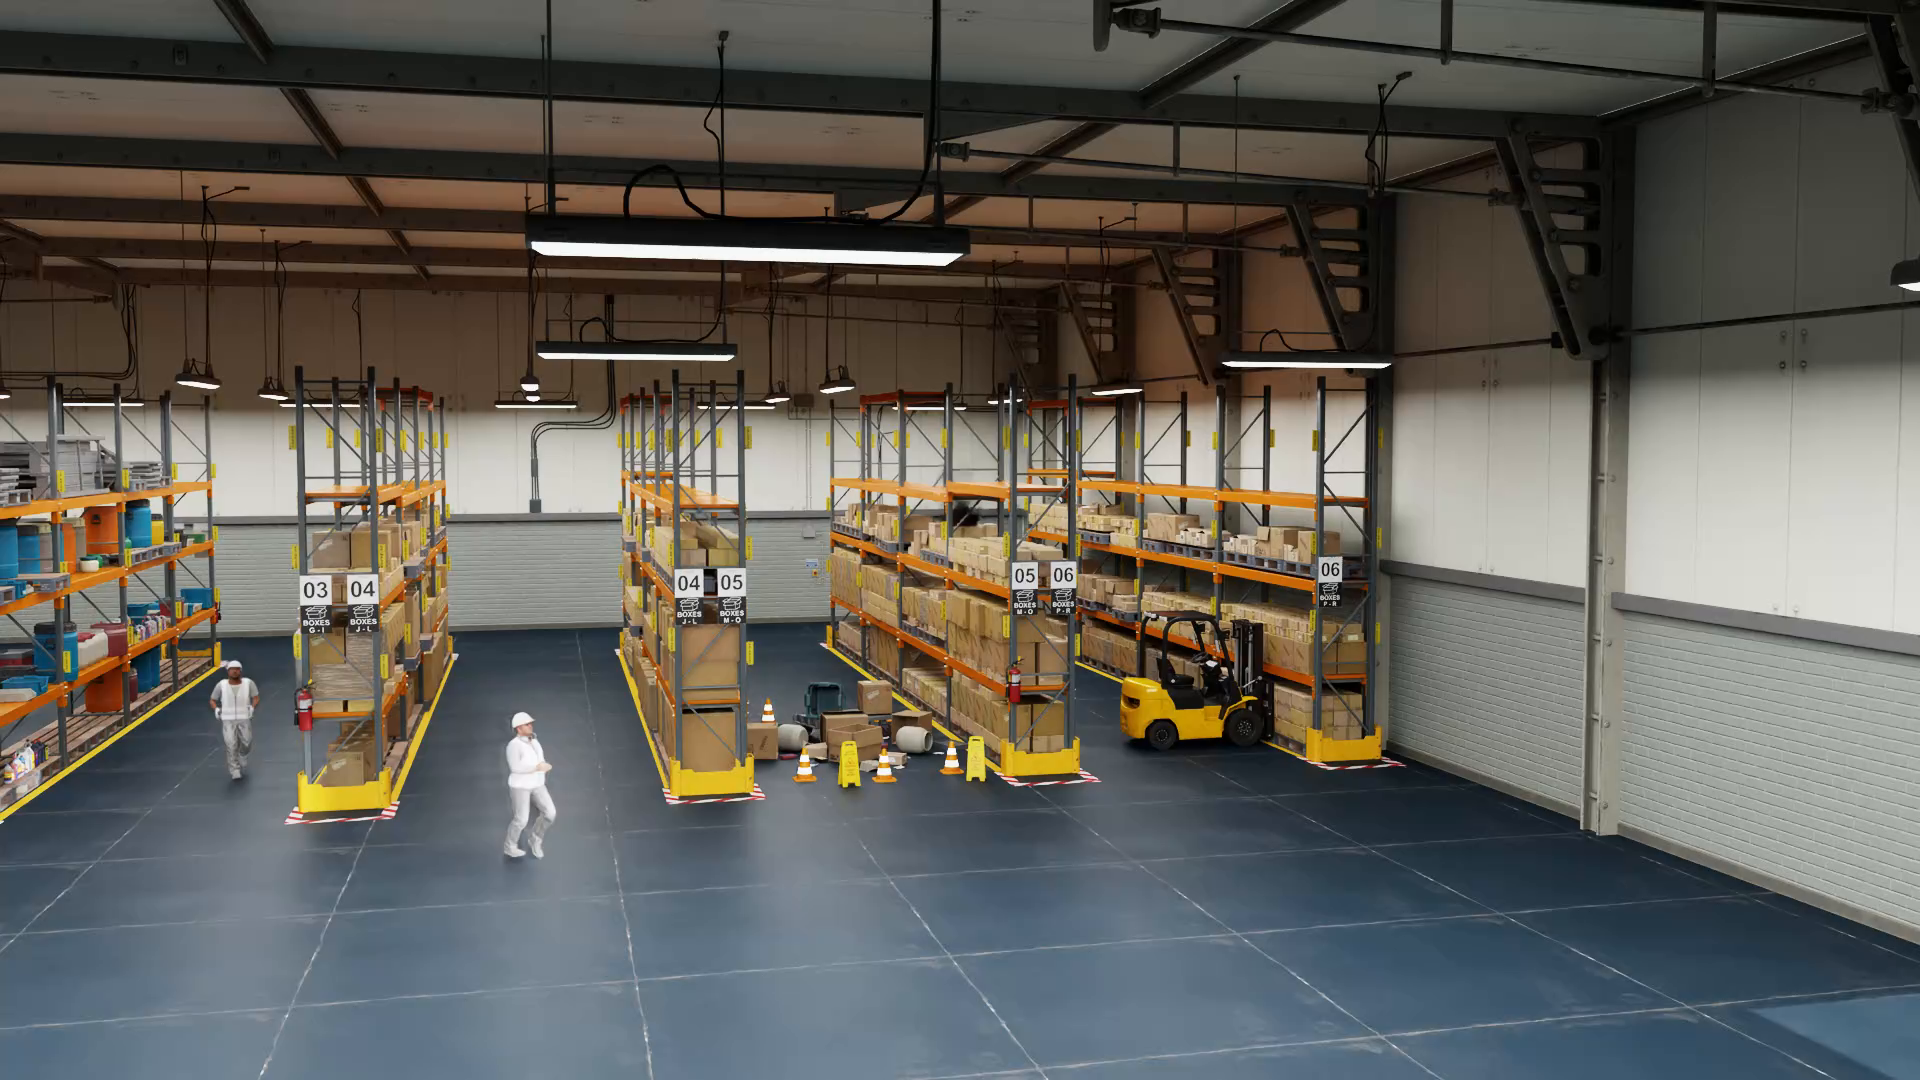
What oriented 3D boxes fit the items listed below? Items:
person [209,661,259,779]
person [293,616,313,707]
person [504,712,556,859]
[{"bbox_3d":[-10.779,2.659,24.731,0.685,1.735,0.667,-2,4,-26],"label":"person"},{"bbox_3d":[-12.338,2.291,31.413,0.553,1.753,0.799,-1,3,-10],"label":"person"},{"bbox_3d":[-5.132,2.938,19.807,0.699,1.781,0.627,2,4,27],"label":"person"}]
